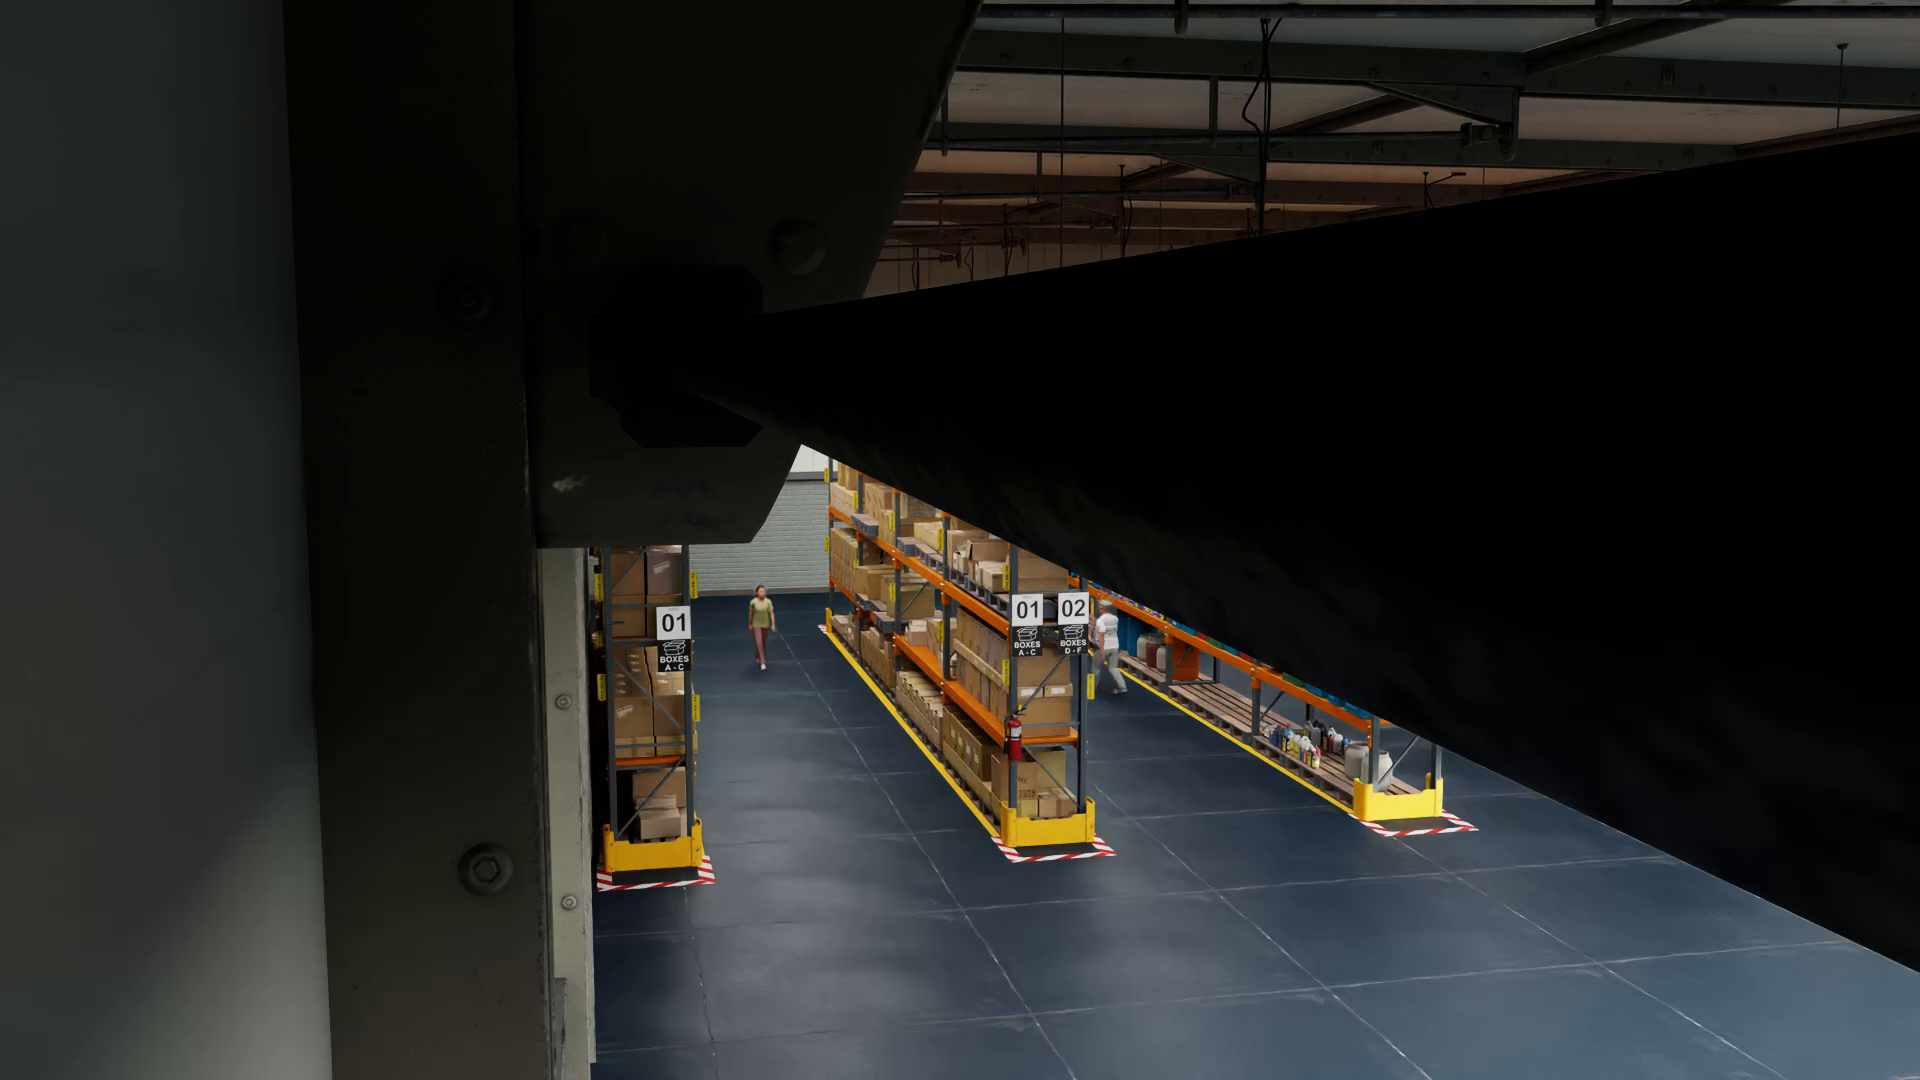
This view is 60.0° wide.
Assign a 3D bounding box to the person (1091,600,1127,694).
[{"bbox_3d":[2.605,1.929,30.022,0.526,1.691,1.056,-4,8,-32],"label":"person"}]

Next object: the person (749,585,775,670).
[{"bbox_3d":[-3.846,1.677,32.401,0.458,1.604,1.084,-3,7,-23],"label":"person"}]
